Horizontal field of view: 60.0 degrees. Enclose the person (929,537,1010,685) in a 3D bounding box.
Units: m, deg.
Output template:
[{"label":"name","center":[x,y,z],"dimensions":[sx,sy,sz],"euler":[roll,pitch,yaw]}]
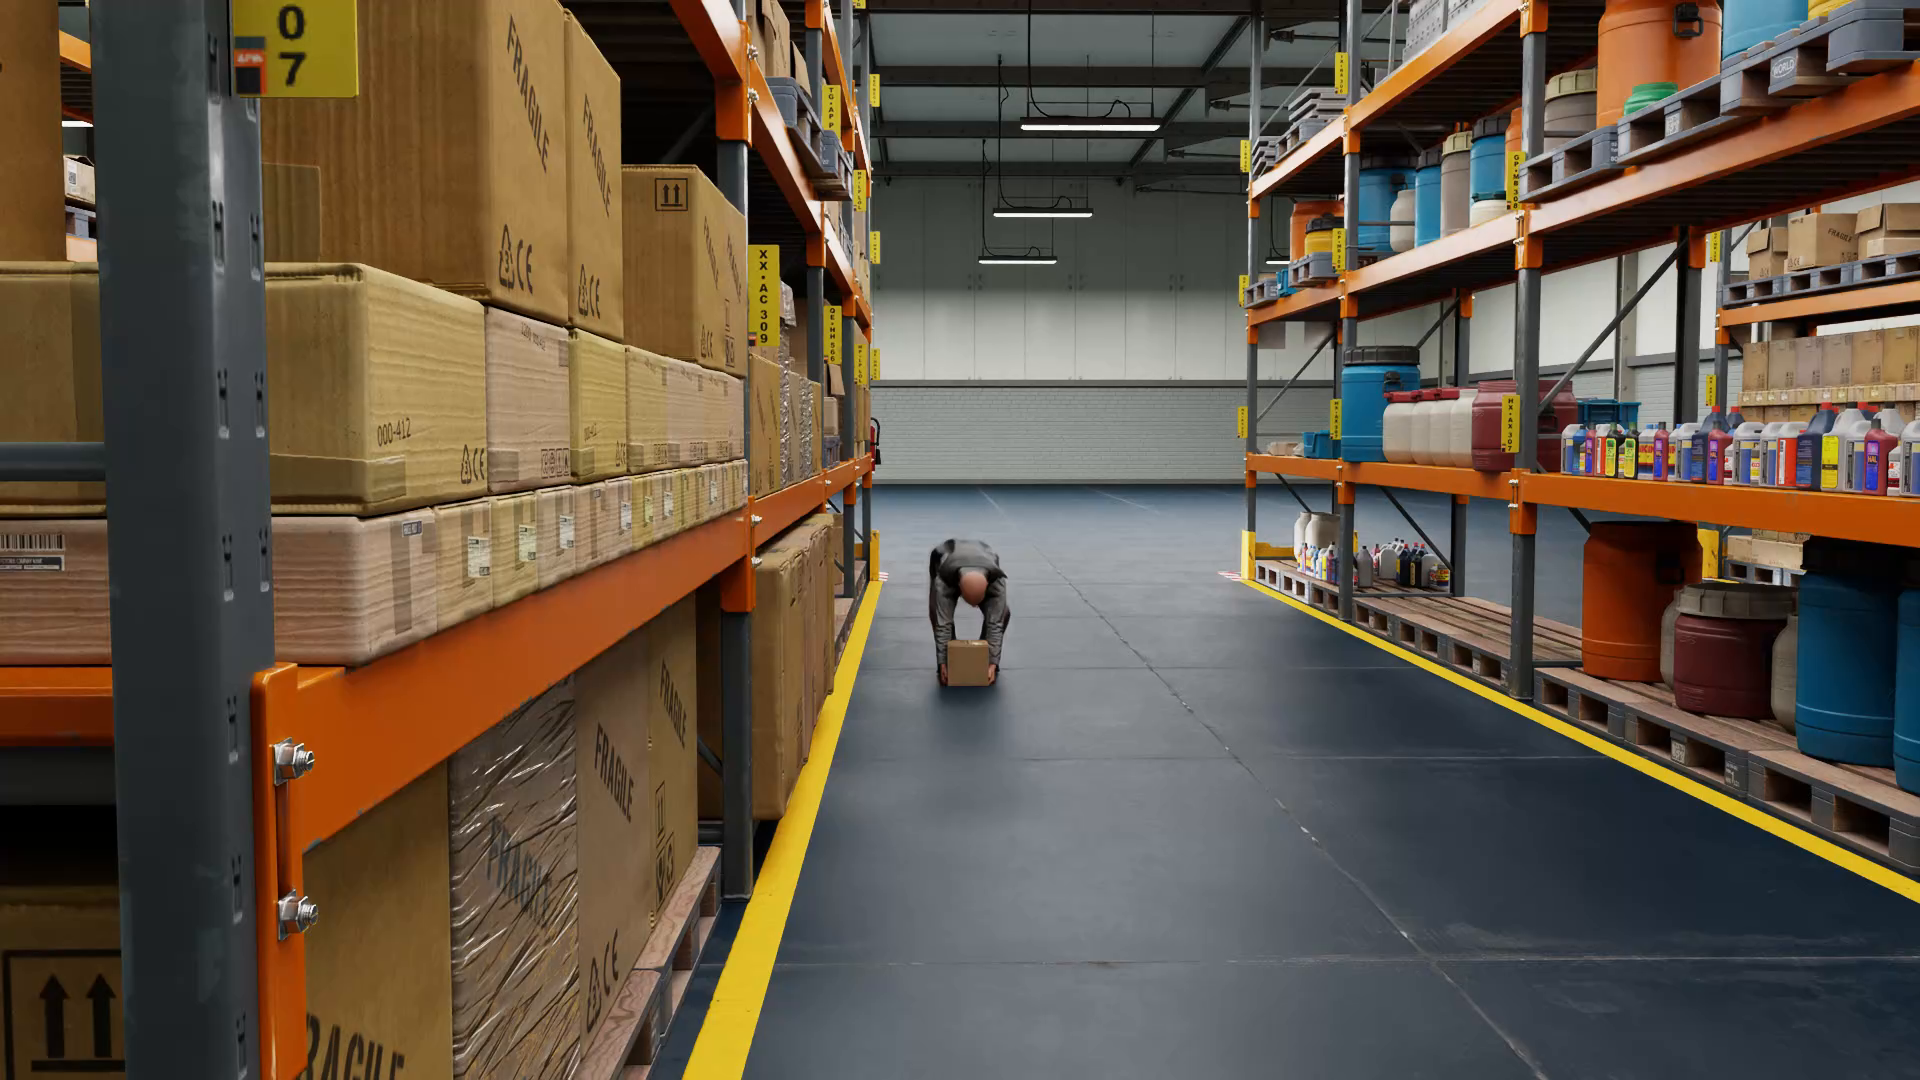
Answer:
[{"label":"person","center":[0.059,0.433,10.460],"dimensions":[0.512,0.884,0.952],"euler":[0,4,-3]}]
